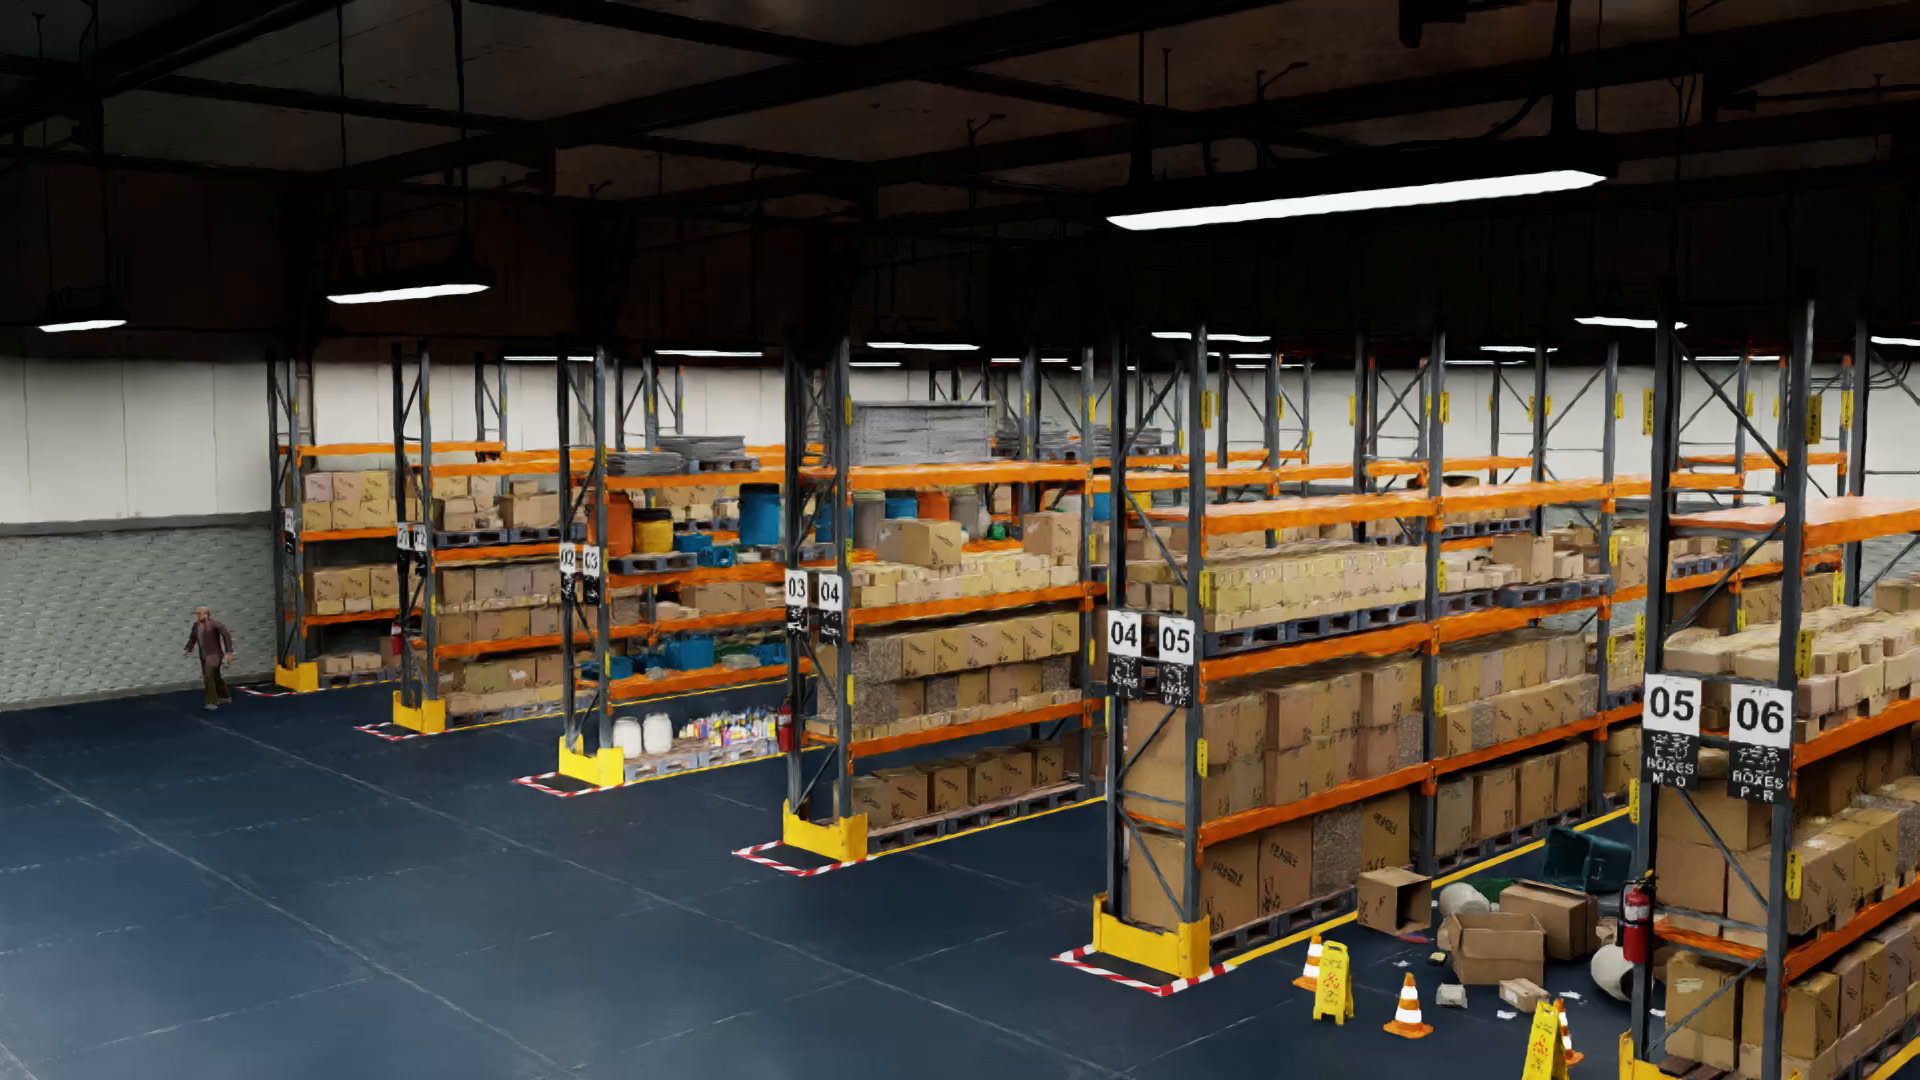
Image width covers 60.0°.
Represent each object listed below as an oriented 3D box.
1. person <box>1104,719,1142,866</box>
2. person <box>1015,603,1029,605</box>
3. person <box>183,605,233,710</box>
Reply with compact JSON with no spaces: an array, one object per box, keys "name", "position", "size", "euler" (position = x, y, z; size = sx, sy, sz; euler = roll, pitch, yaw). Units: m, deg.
[{"name":"person","position":[1.866,2.755,18.455],"size":[0.511,1.586,1.058],"euler":[4,6,37]},{"name":"person","position":[1.105,1.534,32.185],"size":[0.719,1.714,0.578],"euler":[5,7,44]},{"name":"person","position":[-12.383,1.919,27.510],"size":[0.733,1.716,0.872],"euler":[3,6,27]}]
